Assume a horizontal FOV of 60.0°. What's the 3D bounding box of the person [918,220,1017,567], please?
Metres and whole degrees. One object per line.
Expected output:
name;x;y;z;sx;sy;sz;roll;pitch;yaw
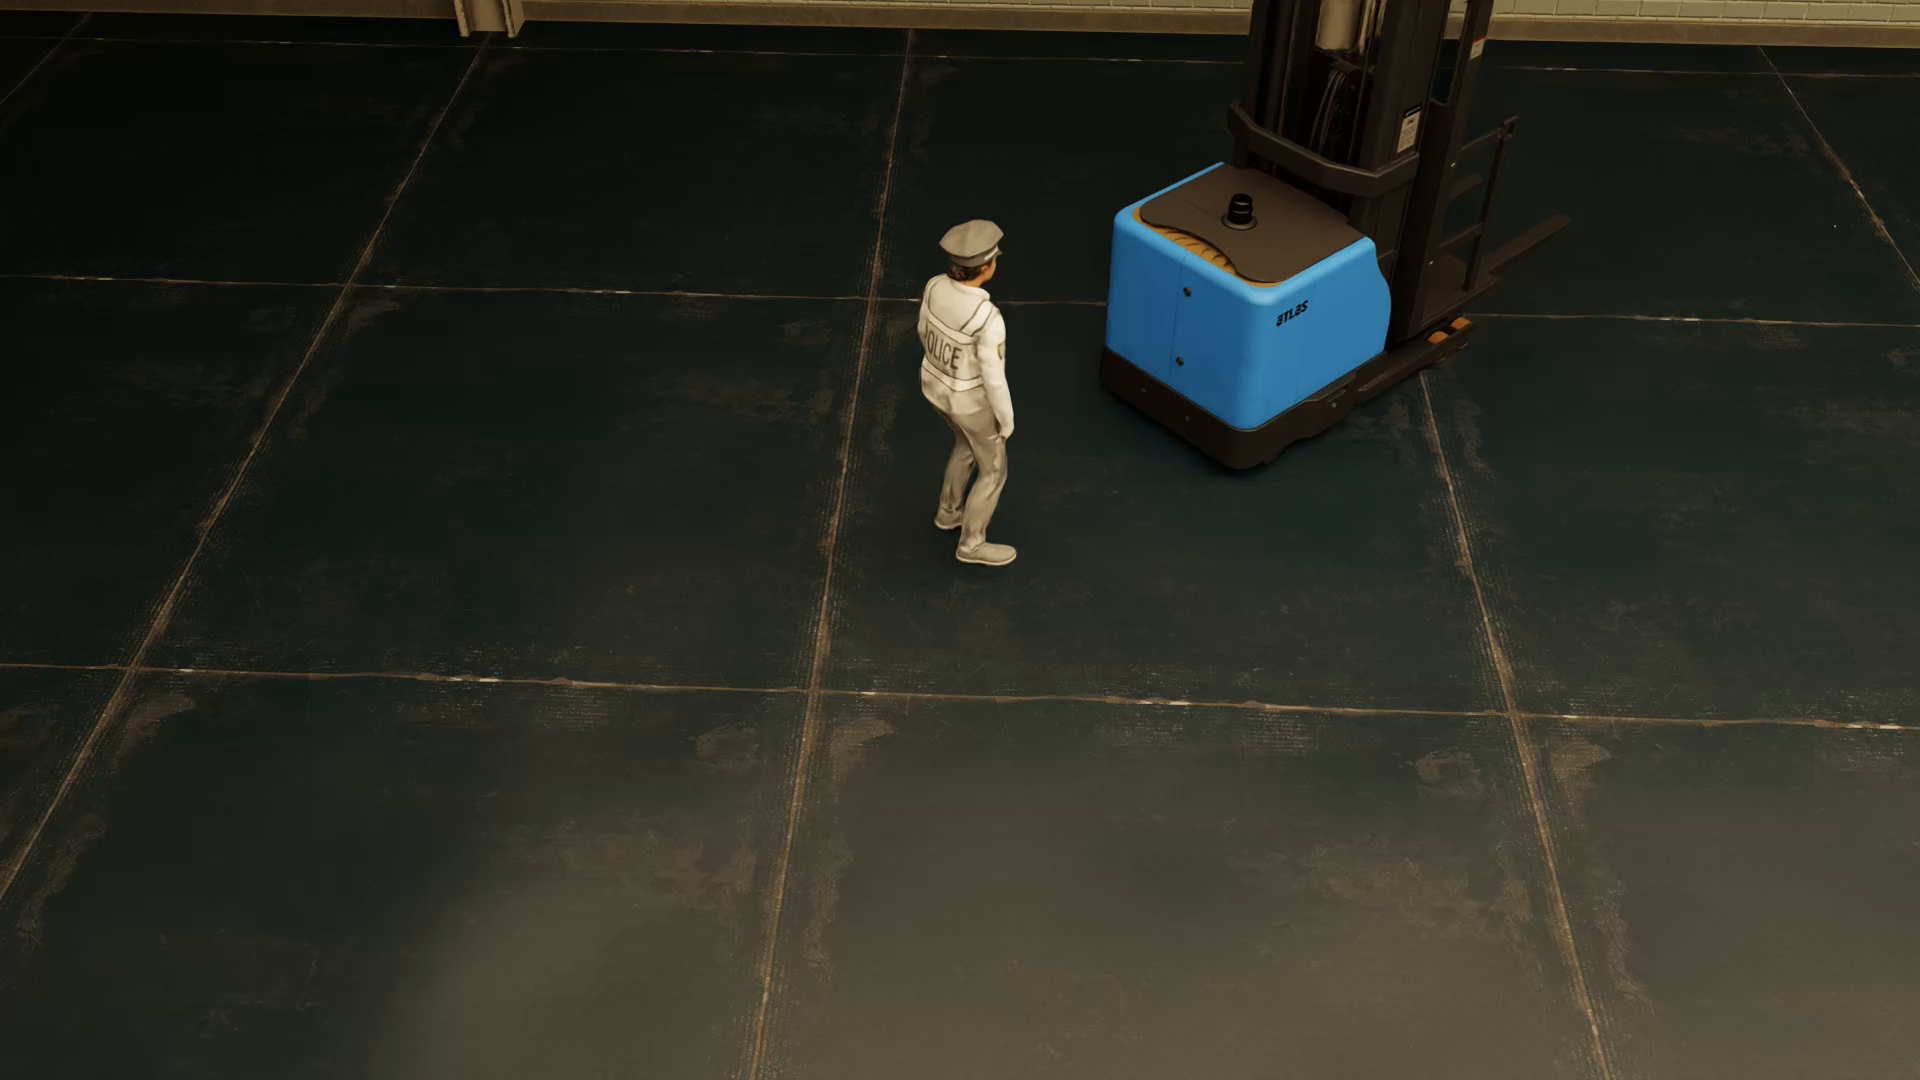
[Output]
person;0.036;-0.643;7.407;0.341;1.647;0.599;-28;49;-27

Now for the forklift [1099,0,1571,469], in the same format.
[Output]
forklift;2.178;-2.282;8.242;3.031;2.935;1.130;-30;50;-29
